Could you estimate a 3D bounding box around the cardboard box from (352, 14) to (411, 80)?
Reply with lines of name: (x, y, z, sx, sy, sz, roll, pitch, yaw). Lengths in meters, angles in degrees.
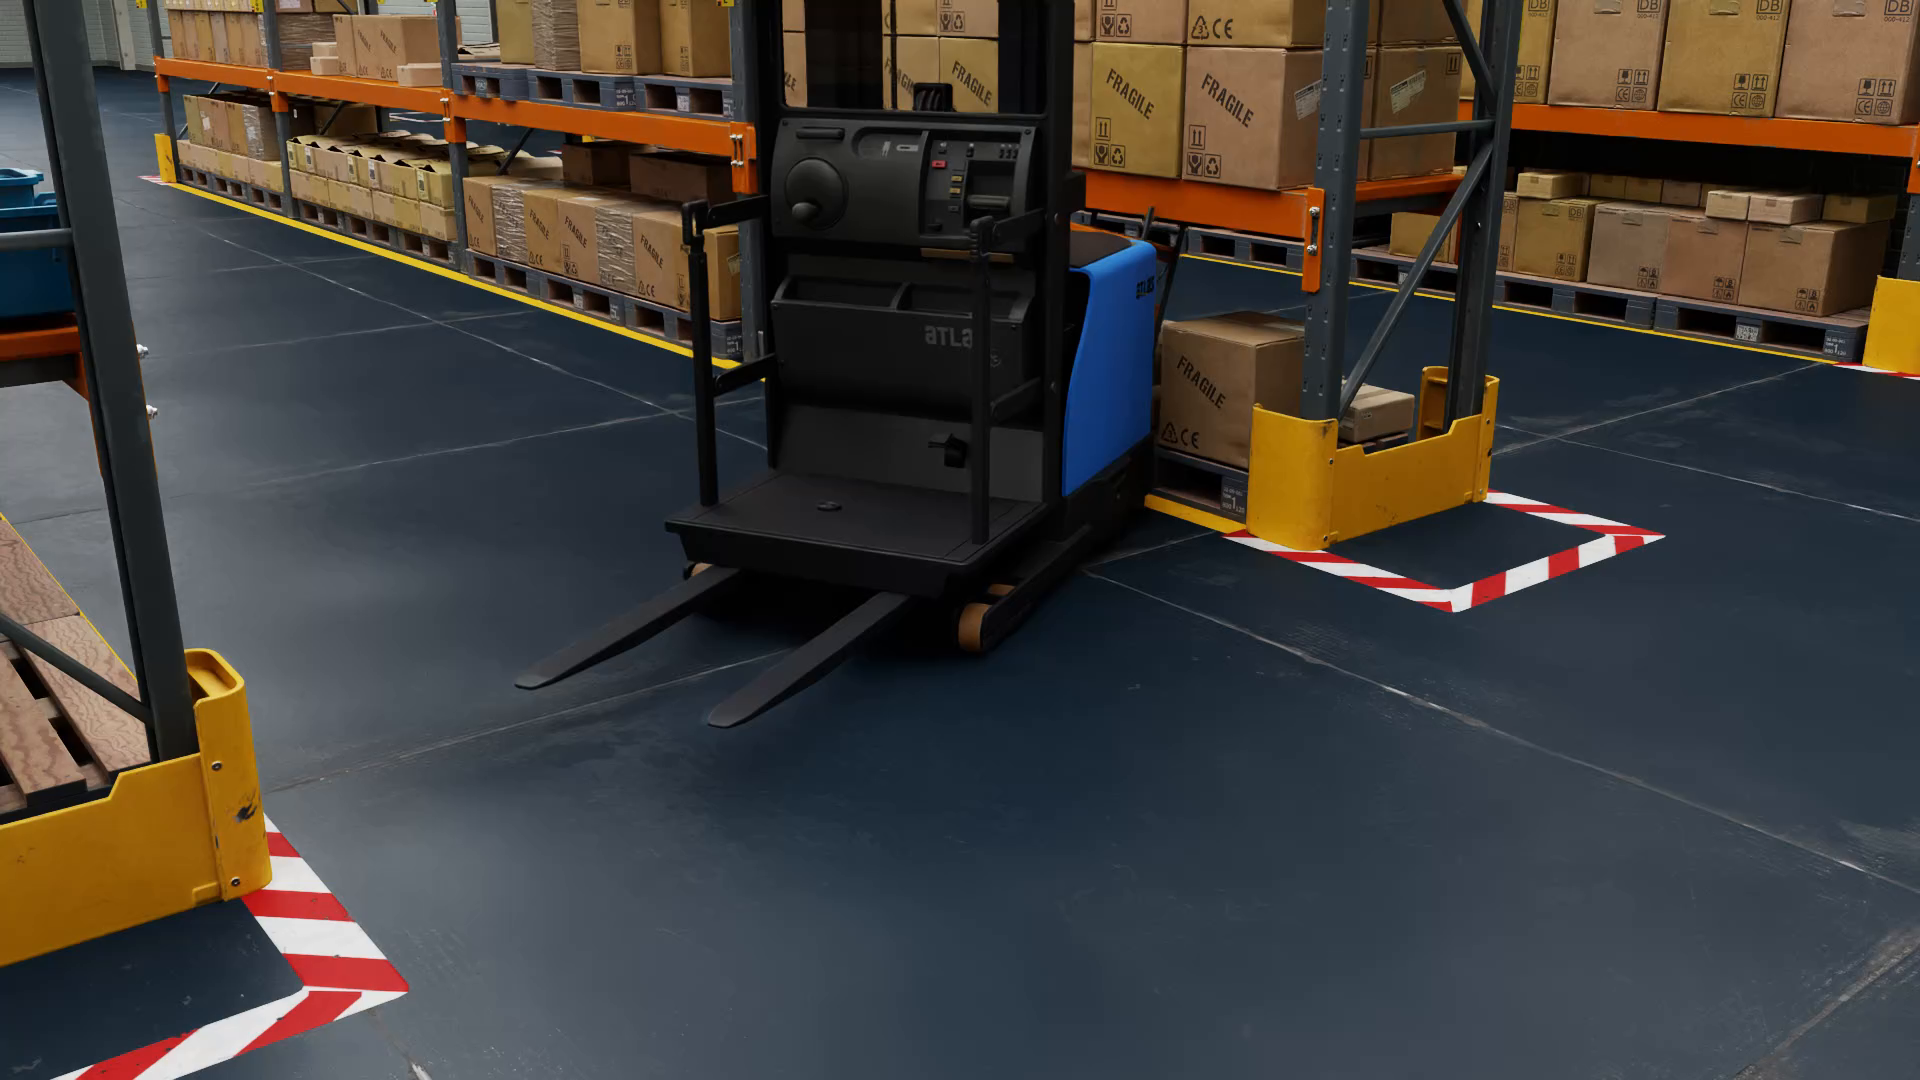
cardboard box: (-4.654, -4.069, 13.720, 0.500, 0.500, 0.500, -14, 23, -36)

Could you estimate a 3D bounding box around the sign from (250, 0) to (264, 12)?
sign: (-6.190, -4.807, 14.605, 0.100, 0.325, 0.005, -14, 23, -36)

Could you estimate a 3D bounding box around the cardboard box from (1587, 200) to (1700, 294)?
cardboard box: (4.439, -1.891, 10.610, 0.700, 0.500, 0.500, -15, 23, -38)

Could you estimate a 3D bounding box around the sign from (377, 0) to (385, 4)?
sign: (-5.336, -5.088, 15.240, 0.100, 0.325, 0.005, -14, 23, -36)

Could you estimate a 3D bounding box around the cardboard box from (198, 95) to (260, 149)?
cardboard box: (-7.448, -4.284, 17.041, 0.500, 0.500, 0.500, -14, 23, -36)

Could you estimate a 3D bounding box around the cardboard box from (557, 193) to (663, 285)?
cardboard box: (-2.249, -1.956, 10.774, 0.500, 0.500, 0.500, -15, 23, -38)

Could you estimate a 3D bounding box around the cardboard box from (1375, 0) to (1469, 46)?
cardboard box: (1.626, -2.193, 6.465, 0.500, 0.500, 0.500, -13, 22, -34)

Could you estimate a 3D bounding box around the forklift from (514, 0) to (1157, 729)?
forklift: (-0.281, -1.182, 5.269, 1.130, 2.935, 3.031, 8, 20, 23)

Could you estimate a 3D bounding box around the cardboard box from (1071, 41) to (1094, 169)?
cardboard box: (0.573, -1.866, 7.068, 0.500, 0.500, 0.500, -14, 23, -36)

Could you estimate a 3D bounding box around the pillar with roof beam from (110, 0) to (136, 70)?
pillar with roof beam: (-25.247, -15.817, 39.815, 9.100, 9.000, 0.400, -14, 23, -36)

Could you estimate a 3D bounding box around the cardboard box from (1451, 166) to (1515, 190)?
cardboard box: (3.546, -2.460, 11.297, 0.380, 0.149, 0.250, -13, 22, -34)

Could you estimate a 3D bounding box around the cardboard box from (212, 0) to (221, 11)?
cardboard box: (-7.047, -5.226, 16.182, 0.380, 0.149, 0.250, -13, 22, -34)

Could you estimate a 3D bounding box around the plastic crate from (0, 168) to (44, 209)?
plastic crate: (-2.494, -0.781, 4.120, 0.416, 0.233, 0.300, -14, 23, -36)

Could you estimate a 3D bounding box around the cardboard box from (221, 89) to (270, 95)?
cardboard box: (-7.673, -4.629, 18.083, 0.500, 0.500, 0.500, -14, 23, -36)

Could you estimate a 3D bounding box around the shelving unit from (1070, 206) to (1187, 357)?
shelving unit: (0.547, -0.831, 6.966, 0.258, 1.200, 0.503, -1, 19, -44)

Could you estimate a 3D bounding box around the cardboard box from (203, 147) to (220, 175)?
cardboard box: (-7.457, -3.926, 17.152, 0.500, 0.250, 0.500, -14, 23, -36)

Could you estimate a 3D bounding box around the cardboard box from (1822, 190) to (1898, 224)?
cardboard box: (5.297, -1.960, 9.787, 0.380, 0.149, 0.250, -14, 23, -36)

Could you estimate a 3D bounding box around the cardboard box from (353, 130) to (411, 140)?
cardboard box: (-5.280, -3.584, 15.228, 0.500, 0.311, 0.500, -14, 23, -36)

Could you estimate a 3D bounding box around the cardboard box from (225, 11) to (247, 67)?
cardboard box: (-6.677, -4.876, 16.157, 0.700, 0.500, 0.500, -14, 23, -35)

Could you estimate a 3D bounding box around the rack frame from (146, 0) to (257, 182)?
rack frame: (-8.239, -5.453, 18.059, 1.000, 3.000, 0.127, -14, 23, -36)

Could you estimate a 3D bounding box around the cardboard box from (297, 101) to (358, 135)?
cardboard box: (-6.115, -4.014, 16.227, 0.500, 0.500, 0.500, -14, 23, -36)

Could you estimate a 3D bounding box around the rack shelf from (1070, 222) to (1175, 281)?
rack shelf: (0.632, -1.203, 6.872, 0.258, 0.148, 0.480, -1, 19, -44)

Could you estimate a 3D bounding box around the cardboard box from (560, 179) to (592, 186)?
cardboard box: (-2.507, -2.319, 11.872, 0.500, 0.500, 0.500, -13, 22, -34)

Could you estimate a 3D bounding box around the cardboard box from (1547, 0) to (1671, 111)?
cardboard box: (4.325, -3.111, 10.509, 0.980, 0.700, 0.700, -15, 24, -39)

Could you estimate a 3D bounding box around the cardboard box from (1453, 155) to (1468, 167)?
cardboard box: (3.542, -2.655, 11.884, 0.380, 0.149, 0.250, -14, 23, -36)

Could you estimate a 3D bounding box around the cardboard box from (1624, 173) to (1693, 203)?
cardboard box: (4.509, -2.272, 10.729, 0.380, 0.149, 0.250, -14, 23, -36)

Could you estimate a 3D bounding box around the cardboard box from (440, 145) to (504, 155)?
cardboard box: (-4.015, -3.082, 13.713, 0.500, 0.311, 0.500, -15, 23, -38)

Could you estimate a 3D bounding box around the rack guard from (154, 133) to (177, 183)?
rack guard: (-8.254, -4.272, 18.470, 1.175, 0.500, 0.348, -14, 23, -36)

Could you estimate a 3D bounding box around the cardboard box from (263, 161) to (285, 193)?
cardboard box: (-6.215, -3.433, 15.665, 0.500, 0.250, 0.500, -14, 23, -36)

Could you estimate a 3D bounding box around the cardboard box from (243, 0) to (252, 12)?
cardboard box: (-6.409, -4.973, 15.419, 0.380, 0.149, 0.250, -15, 23, -38)

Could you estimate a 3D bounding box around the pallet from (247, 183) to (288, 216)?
pallet: (-6.217, -3.348, 16.137, 1.003, 0.211, 1.213, -14, 23, -36)

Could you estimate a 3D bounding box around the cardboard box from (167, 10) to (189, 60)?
cardboard box: (-7.959, -5.383, 17.688, 0.700, 0.500, 0.500, -14, 23, -36)

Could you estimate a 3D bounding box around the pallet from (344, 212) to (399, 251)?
pallet: (-4.506, -2.669, 14.087, 1.003, 0.211, 1.213, -14, 23, -36)

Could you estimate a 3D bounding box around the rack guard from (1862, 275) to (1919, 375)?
rack guard: (5.591, -1.286, 9.450, 1.175, 0.500, 0.348, -14, 23, -36)

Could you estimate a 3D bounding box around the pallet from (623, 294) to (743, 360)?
pallet: (-1.323, -1.365, 10.150, 1.003, 0.211, 1.213, -14, 23, -36)

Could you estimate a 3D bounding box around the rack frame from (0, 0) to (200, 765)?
rack frame: (-2.190, -0.545, 3.235, 1.000, 3.000, 0.127, -14, 23, -36)

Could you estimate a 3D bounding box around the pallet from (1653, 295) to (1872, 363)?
pallet: (5.018, -1.336, 10.062, 1.003, 0.211, 1.213, -14, 23, -36)

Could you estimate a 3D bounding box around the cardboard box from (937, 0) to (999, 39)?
cardboard box: (0.244, -2.466, 7.289, 0.500, 0.500, 0.500, -13, 22, -34)

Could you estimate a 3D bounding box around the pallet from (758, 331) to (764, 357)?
pallet: (-0.363, -1.003, 9.056, 1.003, 0.211, 1.213, -14, 23, -36)

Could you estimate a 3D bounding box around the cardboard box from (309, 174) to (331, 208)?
cardboard box: (-5.383, -3.087, 14.621, 0.500, 0.250, 0.500, -13, 23, -35)

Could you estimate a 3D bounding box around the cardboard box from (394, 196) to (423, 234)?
cardboard box: (-4.113, -2.584, 13.101, 0.500, 0.250, 0.500, -14, 23, -37)

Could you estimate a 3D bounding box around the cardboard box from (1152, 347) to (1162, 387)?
cardboard box: (0.598, -0.740, 7.499, 0.500, 0.250, 0.500, -14, 23, -36)

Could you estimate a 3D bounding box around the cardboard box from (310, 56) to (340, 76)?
cardboard box: (-5.366, -4.090, 14.342, 0.380, 0.149, 0.250, -14, 23, -36)

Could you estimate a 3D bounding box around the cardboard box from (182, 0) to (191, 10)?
cardboard box: (-7.690, -5.481, 16.952, 0.380, 0.149, 0.250, -14, 23, -37)

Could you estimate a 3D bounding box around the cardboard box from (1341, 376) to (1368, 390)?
cardboard box: (1.549, -0.606, 7.229, 0.380, 0.166, 0.250, -14, 23, -36)

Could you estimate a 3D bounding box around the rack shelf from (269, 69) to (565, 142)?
rack shelf: (-4.514, -3.633, 13.707, 1.077, 0.370, 4.000, -14, 23, -36)

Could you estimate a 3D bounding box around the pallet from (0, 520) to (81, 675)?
pallet: (-3.425, 0.268, 5.218, 1.003, 0.211, 1.213, -14, 23, -36)

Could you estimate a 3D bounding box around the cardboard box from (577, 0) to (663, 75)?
cardboard box: (-1.934, -3.166, 10.325, 0.500, 0.500, 0.700, 13, 23, 35)

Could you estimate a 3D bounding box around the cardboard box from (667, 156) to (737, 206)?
cardboard box: (-1.519, -2.287, 10.582, 0.500, 0.250, 0.500, -14, 23, -36)

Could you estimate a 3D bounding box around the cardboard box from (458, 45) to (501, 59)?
cardboard box: (-3.464, -3.538, 12.416, 0.500, 0.311, 0.500, -12, 22, -33)

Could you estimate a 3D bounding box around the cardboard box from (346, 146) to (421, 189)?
cardboard box: (-4.739, -3.099, 13.762, 0.500, 0.311, 0.500, -13, 22, -35)
